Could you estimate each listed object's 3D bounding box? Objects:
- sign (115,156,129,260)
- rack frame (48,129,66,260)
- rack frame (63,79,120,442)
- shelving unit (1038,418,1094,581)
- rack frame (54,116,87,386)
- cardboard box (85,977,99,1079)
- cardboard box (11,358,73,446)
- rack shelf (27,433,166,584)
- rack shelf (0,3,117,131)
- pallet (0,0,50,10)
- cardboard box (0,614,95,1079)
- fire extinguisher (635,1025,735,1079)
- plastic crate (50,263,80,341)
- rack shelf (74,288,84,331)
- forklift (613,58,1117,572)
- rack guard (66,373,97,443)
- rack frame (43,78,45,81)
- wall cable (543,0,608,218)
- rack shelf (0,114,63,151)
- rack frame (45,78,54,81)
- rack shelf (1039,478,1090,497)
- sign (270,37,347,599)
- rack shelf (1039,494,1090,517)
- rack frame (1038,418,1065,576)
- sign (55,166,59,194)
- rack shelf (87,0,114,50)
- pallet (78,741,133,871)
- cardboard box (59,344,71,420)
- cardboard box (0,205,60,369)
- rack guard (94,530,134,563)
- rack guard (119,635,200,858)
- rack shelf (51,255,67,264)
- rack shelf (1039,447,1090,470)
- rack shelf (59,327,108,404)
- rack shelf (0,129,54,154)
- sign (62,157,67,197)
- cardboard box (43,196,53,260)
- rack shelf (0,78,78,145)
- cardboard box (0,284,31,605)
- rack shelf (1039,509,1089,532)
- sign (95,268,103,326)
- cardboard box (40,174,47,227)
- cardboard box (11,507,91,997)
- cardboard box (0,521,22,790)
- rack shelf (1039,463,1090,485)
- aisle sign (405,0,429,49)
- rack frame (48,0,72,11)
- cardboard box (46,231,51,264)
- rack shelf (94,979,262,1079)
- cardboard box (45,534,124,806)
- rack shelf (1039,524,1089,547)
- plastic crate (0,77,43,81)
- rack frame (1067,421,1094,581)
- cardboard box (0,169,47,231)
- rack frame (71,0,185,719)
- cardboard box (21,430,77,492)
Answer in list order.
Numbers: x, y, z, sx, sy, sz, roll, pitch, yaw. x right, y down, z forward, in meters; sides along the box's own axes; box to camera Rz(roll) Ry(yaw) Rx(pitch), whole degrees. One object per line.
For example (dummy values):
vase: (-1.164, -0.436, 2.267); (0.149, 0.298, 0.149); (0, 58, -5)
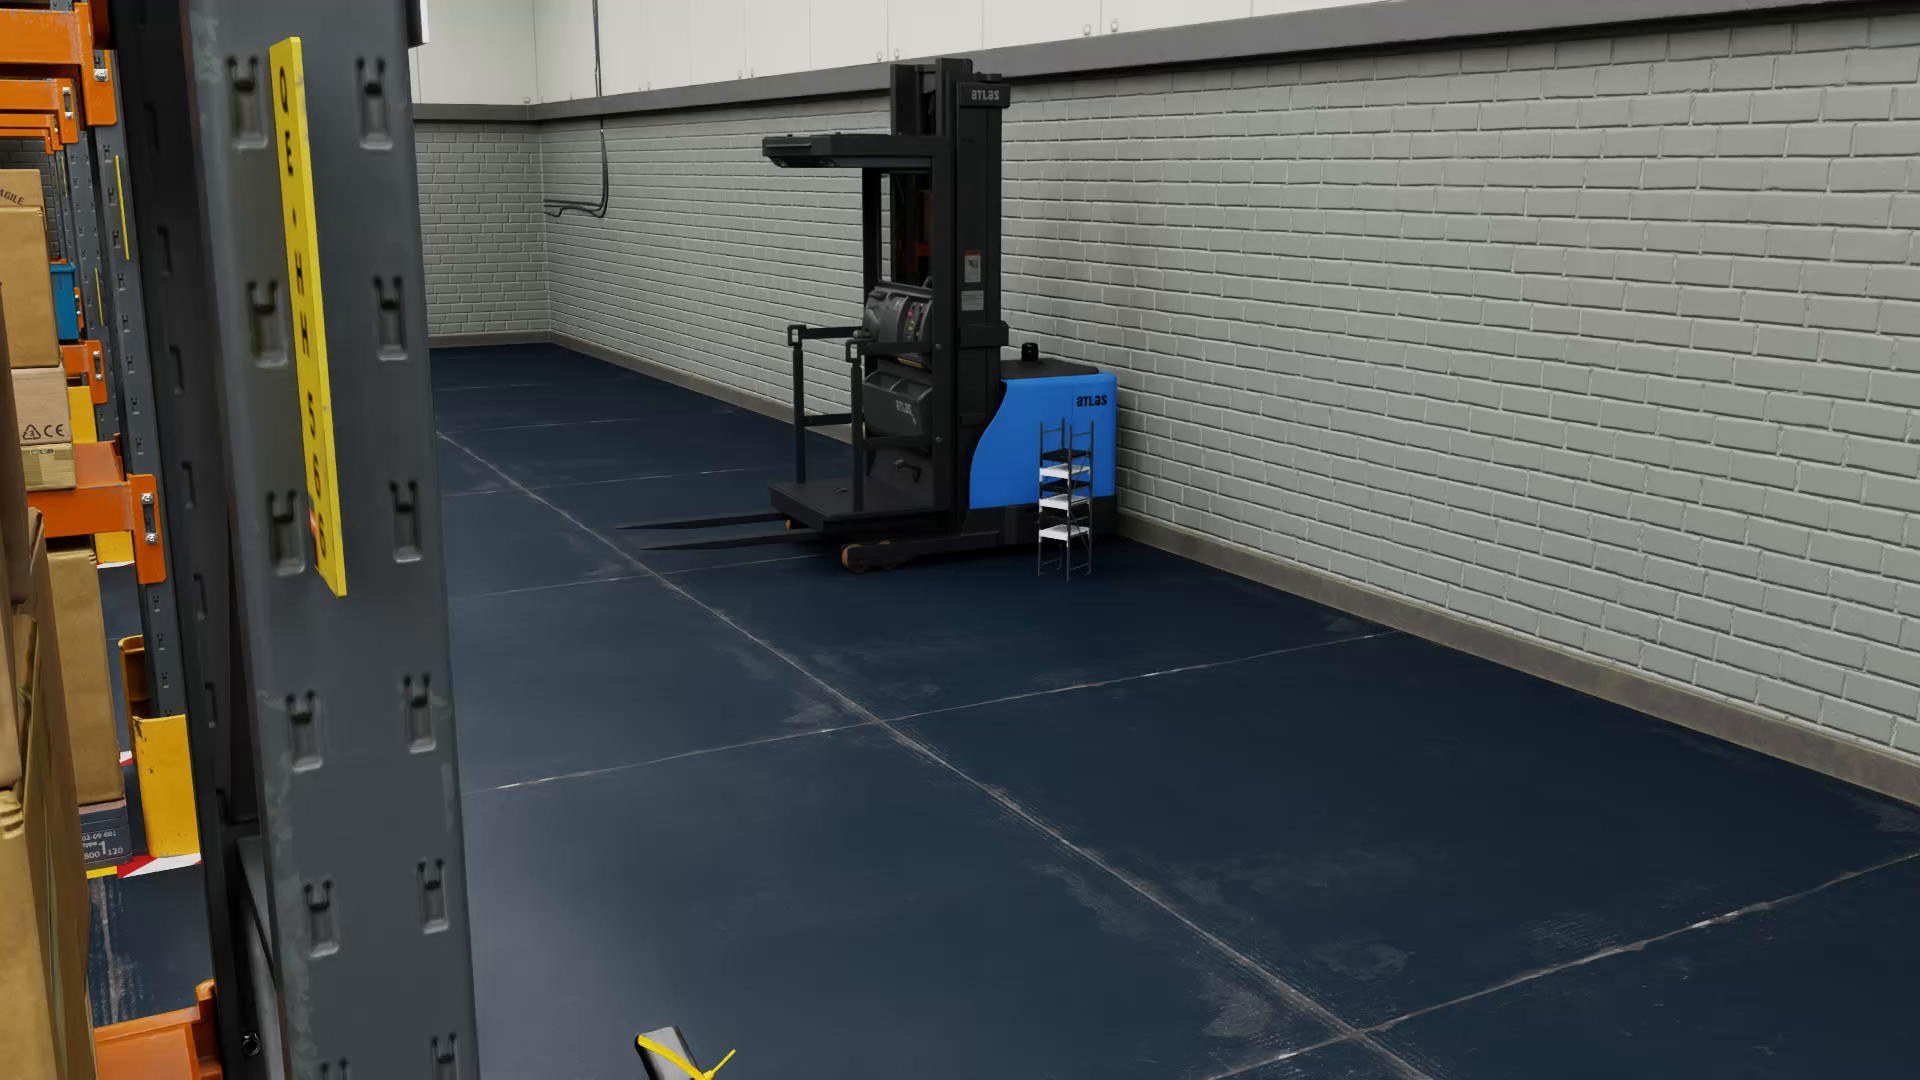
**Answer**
sign: (-2.684, -1.063, 5.326); (0.005, 0.325, 0.100); (-7, 14, -28)
rack frame: (-10.052, -3.353, 18.675); (0.127, 3.000, 1.000); (-7, 14, -28)
rack frame: (-5.305, -1.443, 10.191); (0.127, 3.000, 1.000); (-7, 14, -28)
shelving unit: (0.612, -0.238, 9.619); (0.210, 0.900, 0.258); (10, 16, 37)
rack frame: (-7.675, -2.398, 14.435); (0.127, 3.000, 1.000); (-7, 14, -28)
cardboard box: (-1.085, 0.571, 1.812); (0.250, 0.149, 0.380); (-7, 14, -28)
cardboard box: (-3.230, -0.459, 5.480); (0.500, 0.250, 0.500); (-7, 15, -29)
rack shelf: (-4.687, 0.072, 5.094); (4.000, 0.370, 1.077); (-7, 14, -28)
rack shelf: (-4.687, -1.391, 4.765); (4.000, 0.370, 1.077); (-7, 14, -28)
pallet: (-3.578, -1.829, 5.275); (1.213, 0.211, 1.003); (-7, 14, -28)
cardboard box: (-0.915, 0.380, 1.181); (0.500, 0.500, 0.500); (-7, 14, -27)
fire extinguisher: (-0.202, 0.760, 1.427); (0.183, 0.674, 0.296); (-7, 14, -28)
plastic crate: (-5.510, -1.419, 9.864); (0.499, 0.435, 0.616); (-7, 14, -28)
rack shelf: (-9.431, -1.837, 13.579); (4.000, 0.370, 1.077); (-7, 14, -28)
forklift: (-0.566, -1.371, 10.027); (3.031, 2.935, 1.130); (-6, 14, -25)
rack guard: (-7.742, -1.171, 14.674); (0.348, 0.500, 1.175); (-7, 14, -28)
rack frame: (-10.052, -6.279, 18.016); (0.127, 3.000, 1.000); (-7, 14, -28)
wall cable: (-4.916, -5.291, 20.695); (0.112, 2.526, 3.097); (-7, 14, -28)
rack shelf: (-9.431, -3.300, 13.249); (4.000, 0.370, 1.077); (-7, 14, -28)
rack frame: (-7.675, -5.325, 13.776); (0.127, 3.000, 1.000); (-7, 14, -28)
rack shelf: (0.612, -0.294, 9.607); (0.200, 0.077, 0.258); (10, 16, 37)
sign: (-0.396, -0.132, 1.009); (0.005, 0.325, 0.100); (-7, 14, -28)
rack shelf: (0.612, -0.206, 9.627); (0.200, 0.077, 0.258); (10, 16, 37)
rack frame: (0.532, -0.252, 9.681); (0.006, 0.900, 0.240); (10, 16, 37)
sign: (-9.804, -3.927, 18.051); (0.005, 0.325, 0.100); (-7, 14, -28)
rack shelf: (-2.400, -0.425, 0.470); (4.000, 0.370, 1.077); (-7, 14, -28)
pallet: (-3.596, 0.971, 5.815); (1.213, 0.211, 1.003); (-7, 14, -28)
cardboard box: (-3.483, -0.562, 5.941); (0.500, 0.250, 0.500); (-7, 15, -29)
cardboard box: (-3.234, -0.825, 5.399); (0.500, 0.500, 0.500); (-7, 14, -27)
rack guard: (-5.290, -0.229, 10.488); (0.348, 0.500, 1.175); (-7, 14, -28)
rack guard: (-2.911, 0.728, 6.236); (0.348, 0.500, 1.175); (-7, 14, -28)
rack shelf: (-11.808, -2.791, 17.819); (4.000, 0.370, 1.077); (-7, 14, -28)
rack shelf: (0.612, -0.469, 9.567); (0.200, 0.077, 0.258); (10, 16, 37)
rack shelf: (-7.061, -0.882, 9.335); (4.000, 0.370, 1.077); (-7, 14, -28)
rack shelf: (-11.808, -4.255, 17.490); (4.000, 0.370, 1.077); (-7, 14, -28)
sign: (-7.427, -3.008, 13.788); (0.005, 0.325, 0.100); (-7, 14, -28)
cardboard box: (-10.495, -3.443, 18.395); (0.700, 0.700, 0.980); (-6, 14, -25)
rack shelf: (-7.061, -2.345, 9.006); (4.000, 0.370, 1.077); (-7, 14, -28)
cardboard box: (-1.165, -0.208, 1.519); (0.500, 0.500, 0.500); (-7, 14, -28)
rack shelf: (0.612, -0.118, 9.646); (0.200, 0.077, 0.258); (10, 16, 37)
sign: (-5.027, -1.419, 9.710); (0.005, 0.325, 0.100); (-7, 14, -28)
cardboard box: (-8.191, -2.939, 14.332); (0.500, 0.500, 0.500); (-6, 14, -26)
cardboard box: (-1.171, 0.278, 1.638); (0.500, 0.500, 0.500); (-6, 14, -25)
cardboard box: (-0.927, -0.108, 1.075); (0.500, 0.500, 0.500); (-7, 15, -29)
rack shelf: (0.612, -0.382, 9.587); (0.200, 0.077, 0.258); (10, 16, 37)
aisle sign: (-0.436, -0.741, 1.147); (0.004, 0.787, 0.394); (-7, 14, -28)
rack frame: (-5.305, -4.370, 9.533); (0.127, 3.000, 1.000); (-7, 14, -28)
cardboard box: (-7.938, -2.348, 13.981); (0.500, 0.500, 0.500); (-6, 14, -26)
rack shelf: (-2.400, 1.039, 0.800); (4.000, 0.370, 1.077); (-7, 14, -28)
cardboard box: (-3.455, 0.425, 5.769); (0.875, 0.875, 0.875); (-7, 14, -28)
rack shelf: (0.612, -0.030, 9.666); (0.200, 0.077, 0.258); (10, 16, 37)
plastic crate: (-5.777, -2.856, 9.935); (0.590, 0.269, 0.497); (-7, 14, -28)
rack frame: (0.692, -0.225, 9.558); (0.006, 0.900, 0.240); (10, 16, 37)
cardboard box: (-7.934, -2.835, 13.870); (0.500, 0.500, 0.500); (-7, 14, -28)
rack frame: (-2.932, -0.489, 5.950); (0.127, 3.000, 1.000); (-7, 14, -28)
cardboard box: (-3.087, -0.265, 5.529); (0.250, 0.149, 0.380); (-7, 14, -27)
